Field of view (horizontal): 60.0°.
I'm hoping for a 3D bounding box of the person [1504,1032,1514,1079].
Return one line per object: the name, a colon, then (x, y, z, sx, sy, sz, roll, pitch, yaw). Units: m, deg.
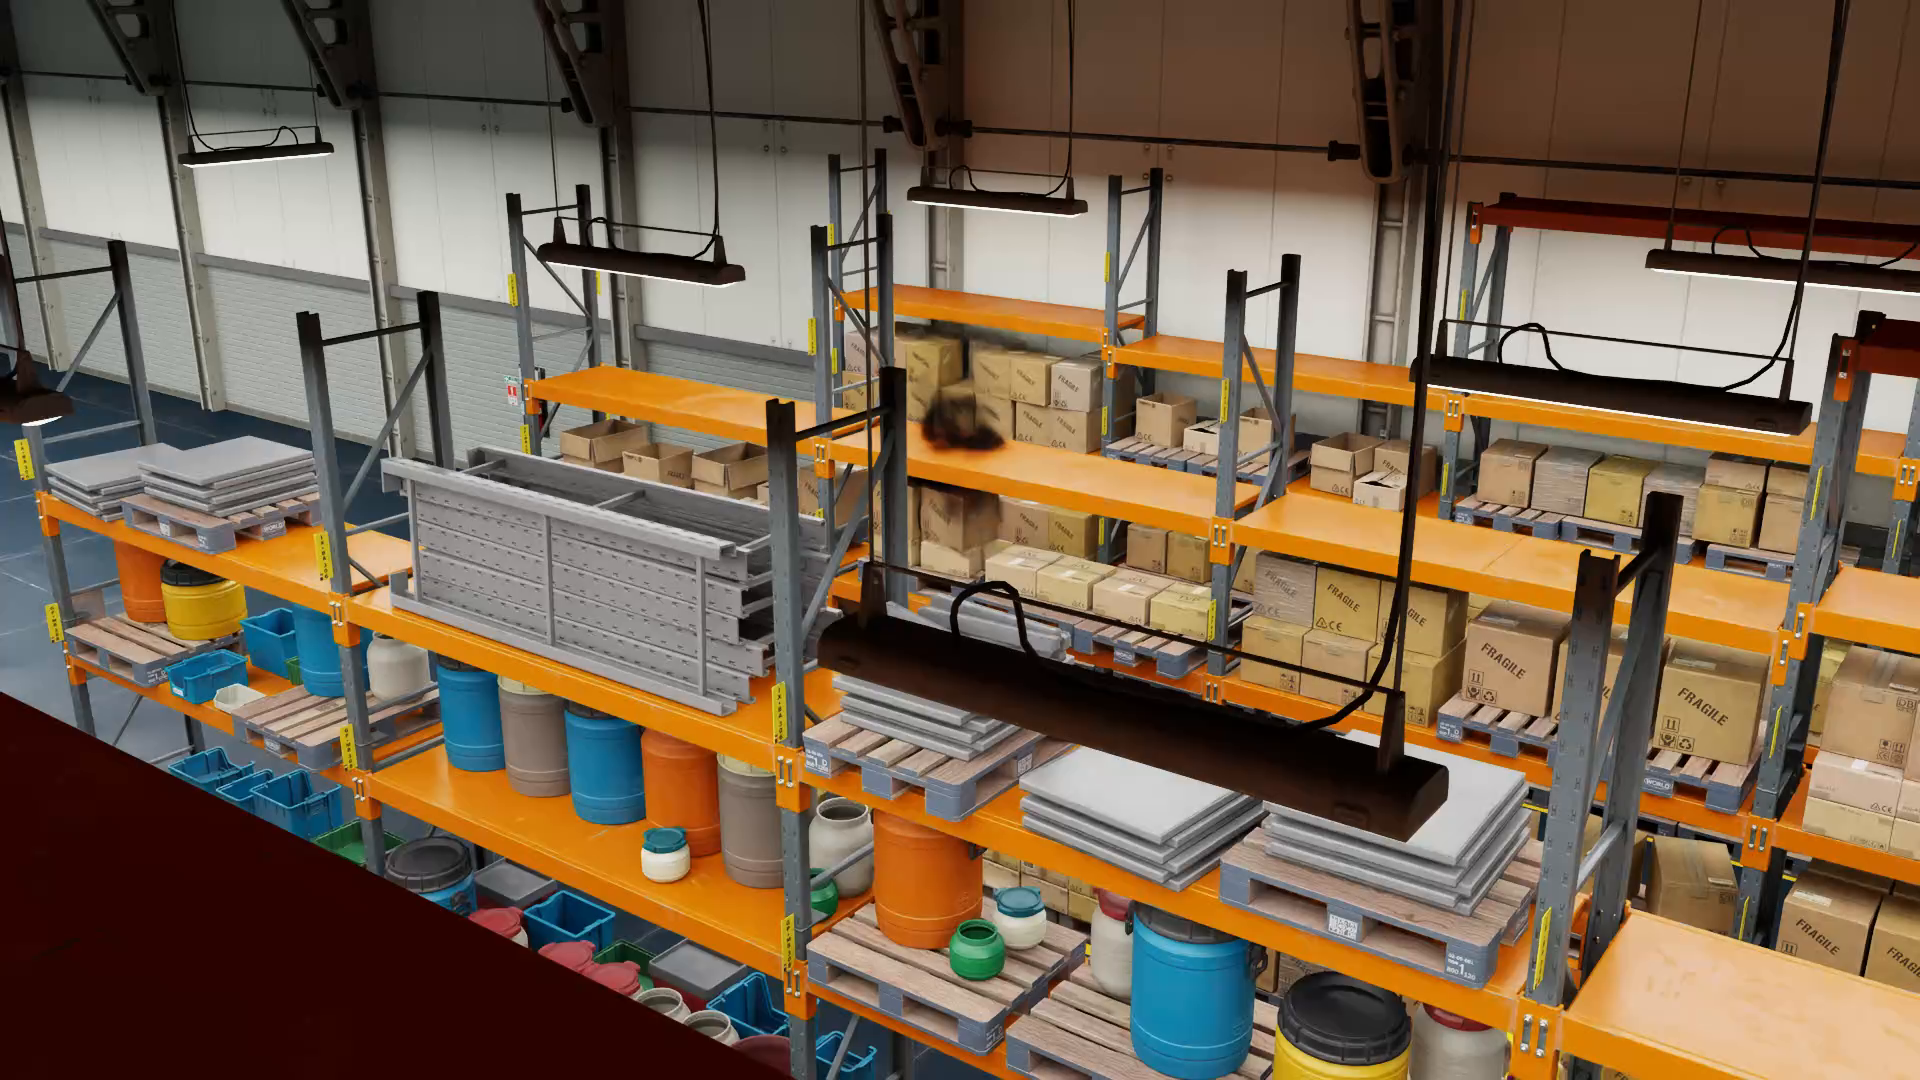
person: (3.622, 3.917, 10.665, 0.769, 1.825, 0.676, 11, 22, 30)
